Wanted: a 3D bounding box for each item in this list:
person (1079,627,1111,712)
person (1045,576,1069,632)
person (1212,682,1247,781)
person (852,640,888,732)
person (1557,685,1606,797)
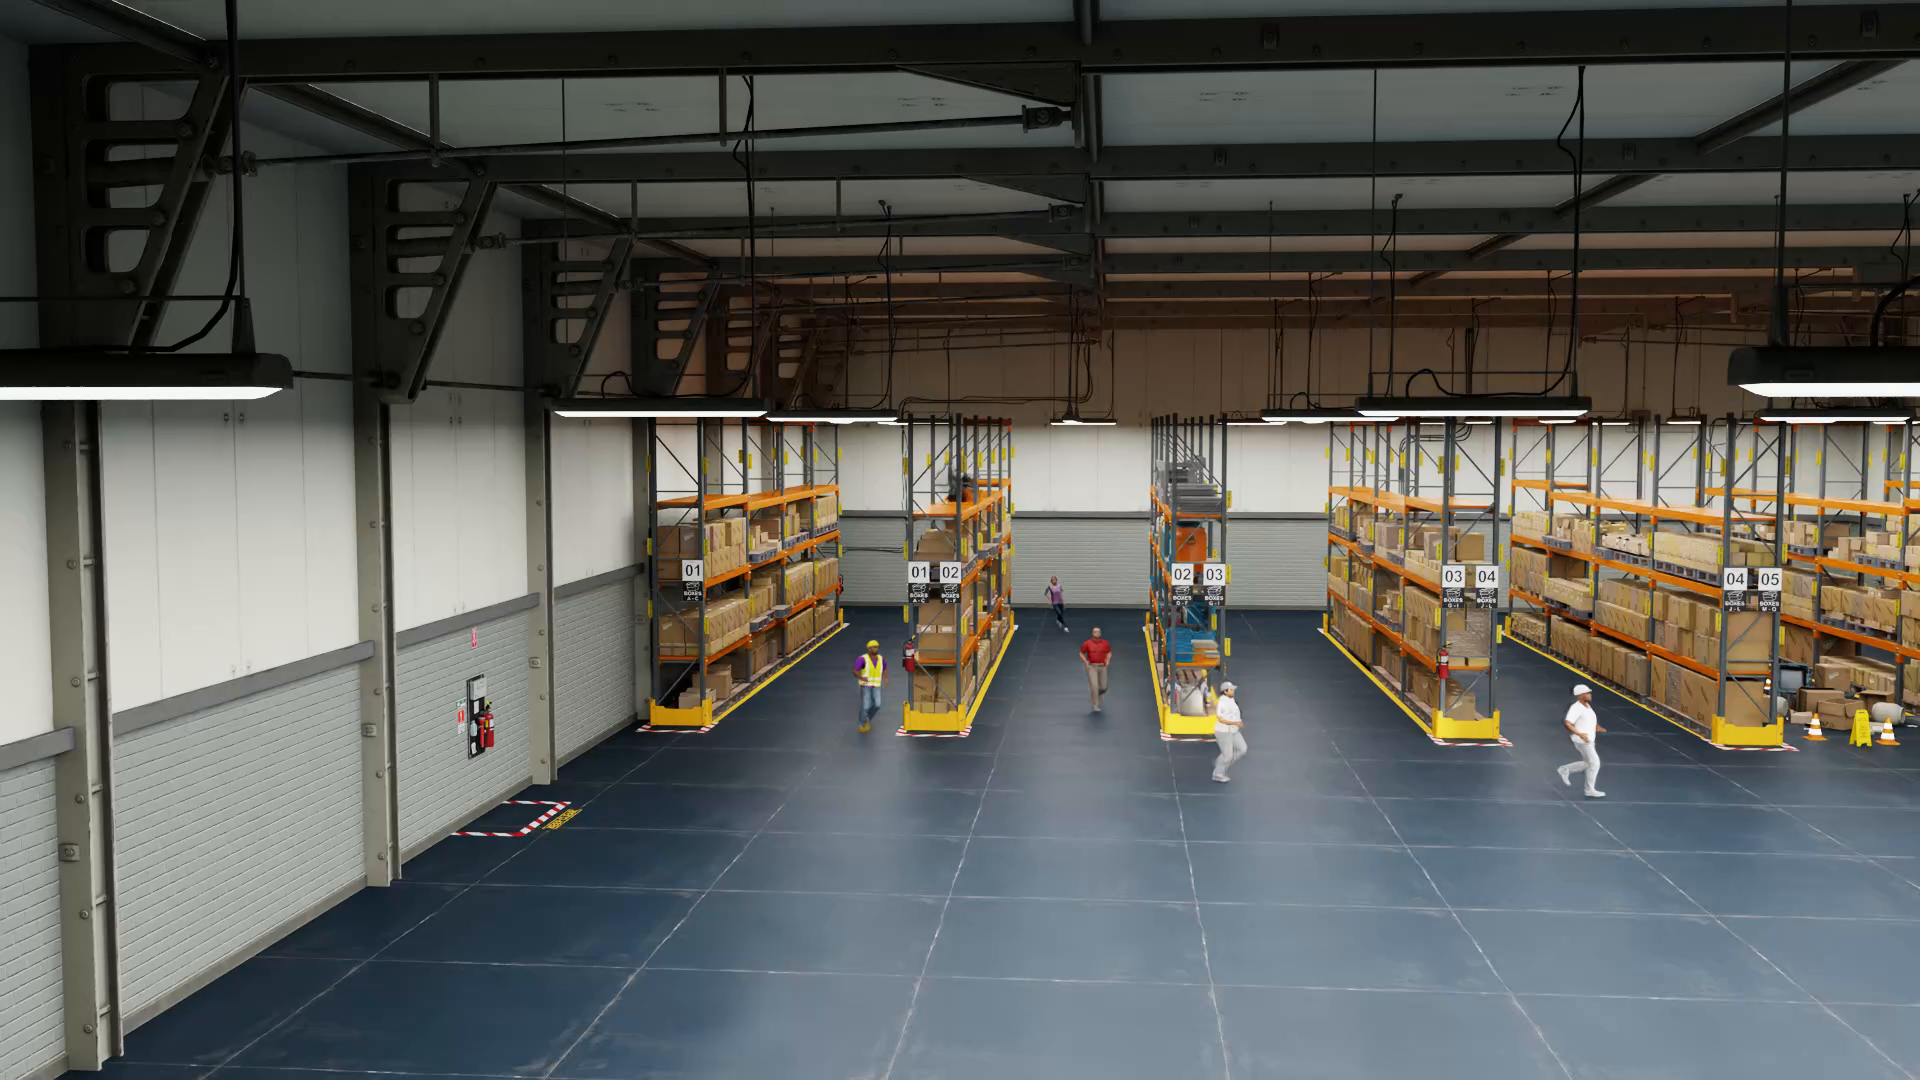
[{"bbox_3d":[2.747,2.600,33.641,0.666,1.674,0.670,-1,4,-8],"label":"person"},{"bbox_3d":[2.694,1.798,46.859,0.575,1.548,0.847,-1,4,-15],"label":"person"},{"bbox_3d":[4.361,3.094,26.858,0.575,1.623,0.579,2,4,29],"label":"person"},{"bbox_3d":[-1.654,2.747,31.248,0.754,1.720,0.577,-2,4,-24],"label":"person"},{"bbox_3d":[9.686,3.117,25.922,0.770,1.726,0.709,3,5,36],"label":"person"}]
